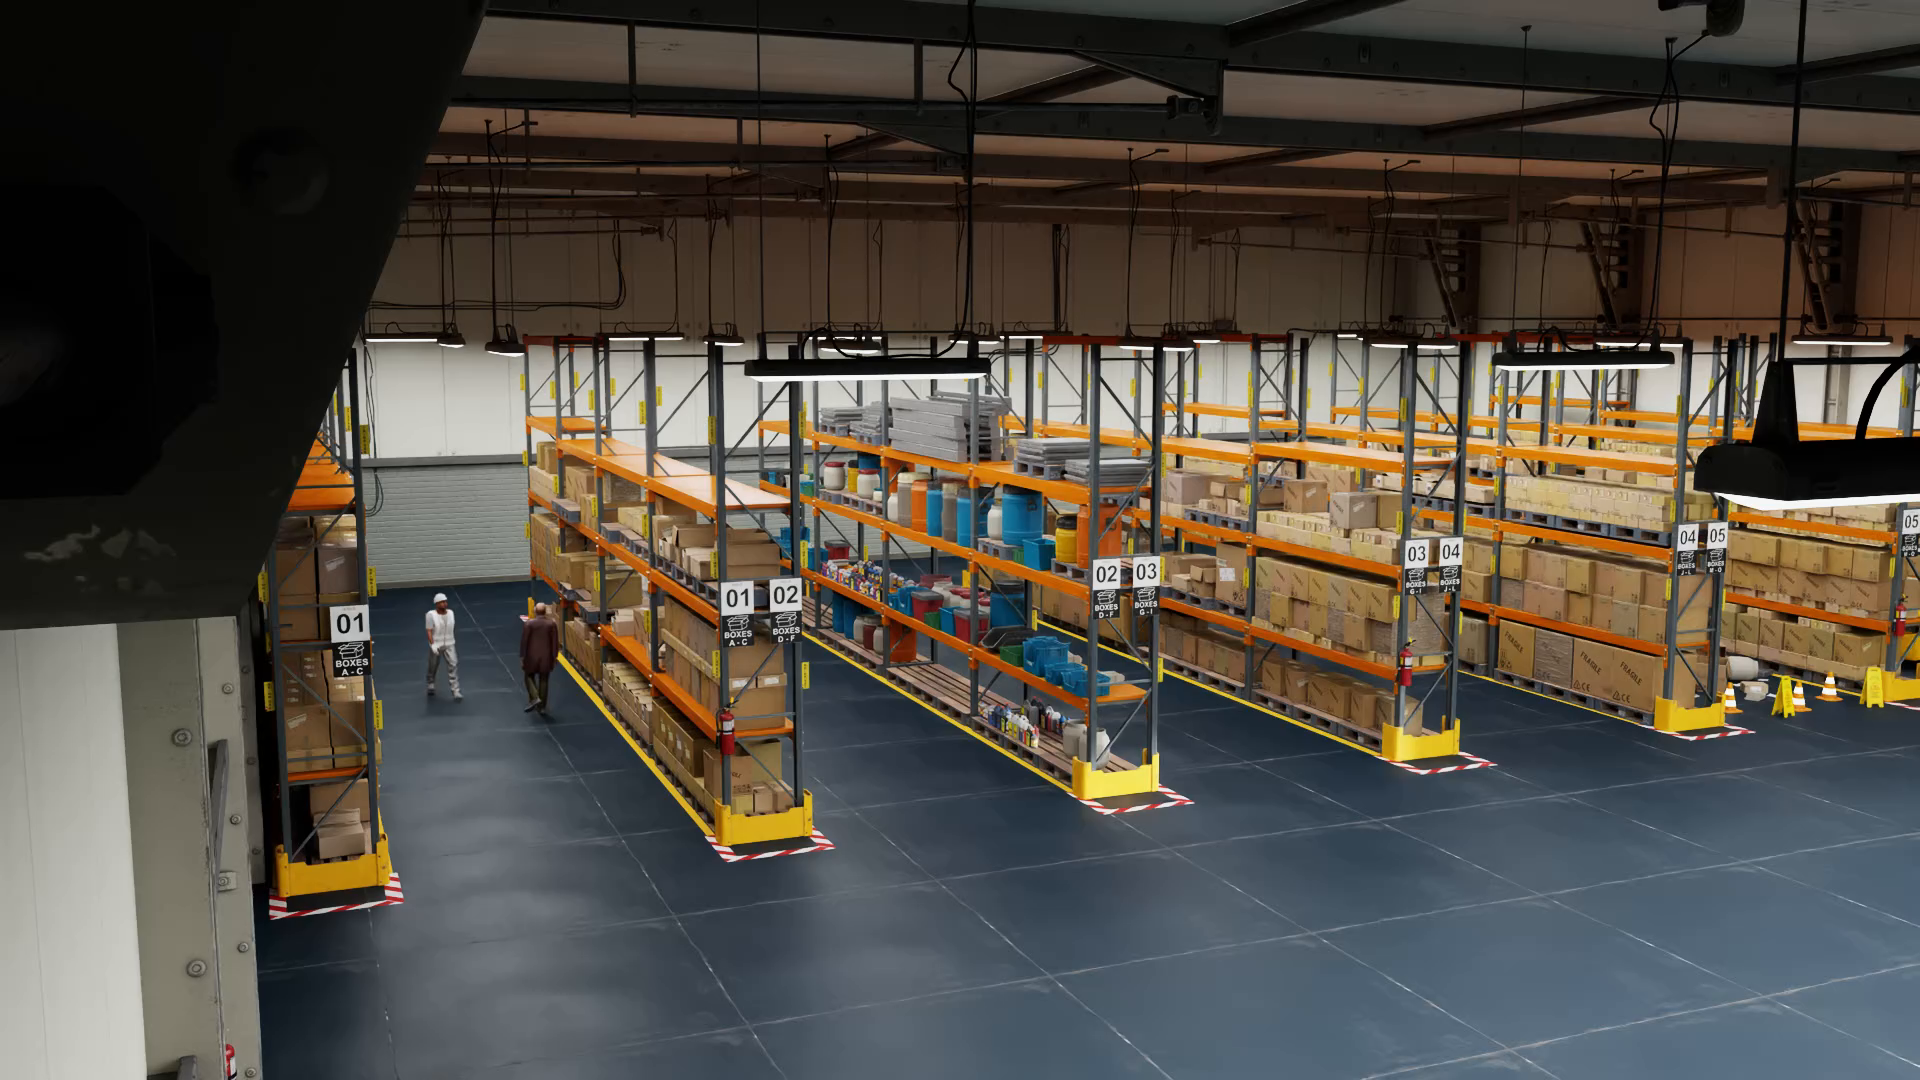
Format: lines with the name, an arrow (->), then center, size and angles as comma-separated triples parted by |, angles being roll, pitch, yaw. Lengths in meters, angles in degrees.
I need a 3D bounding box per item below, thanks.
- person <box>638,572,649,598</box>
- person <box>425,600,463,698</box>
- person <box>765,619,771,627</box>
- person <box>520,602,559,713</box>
person -> -6.321, 0.981, 33.763 | 0.584, 1.718, 1.068 | -4, 8, -25
person -> -8.677, 1.779, 27.828 | 0.513, 1.705, 1.065 | -5, 9, -32
person -> -3.678, 1.213, 32.319 | 0.530, 1.618, 1.015 | -3, 8, -25
person -> -6.755, 1.895, 26.712 | 0.620, 1.778, 0.535 | -3, 8, -19
